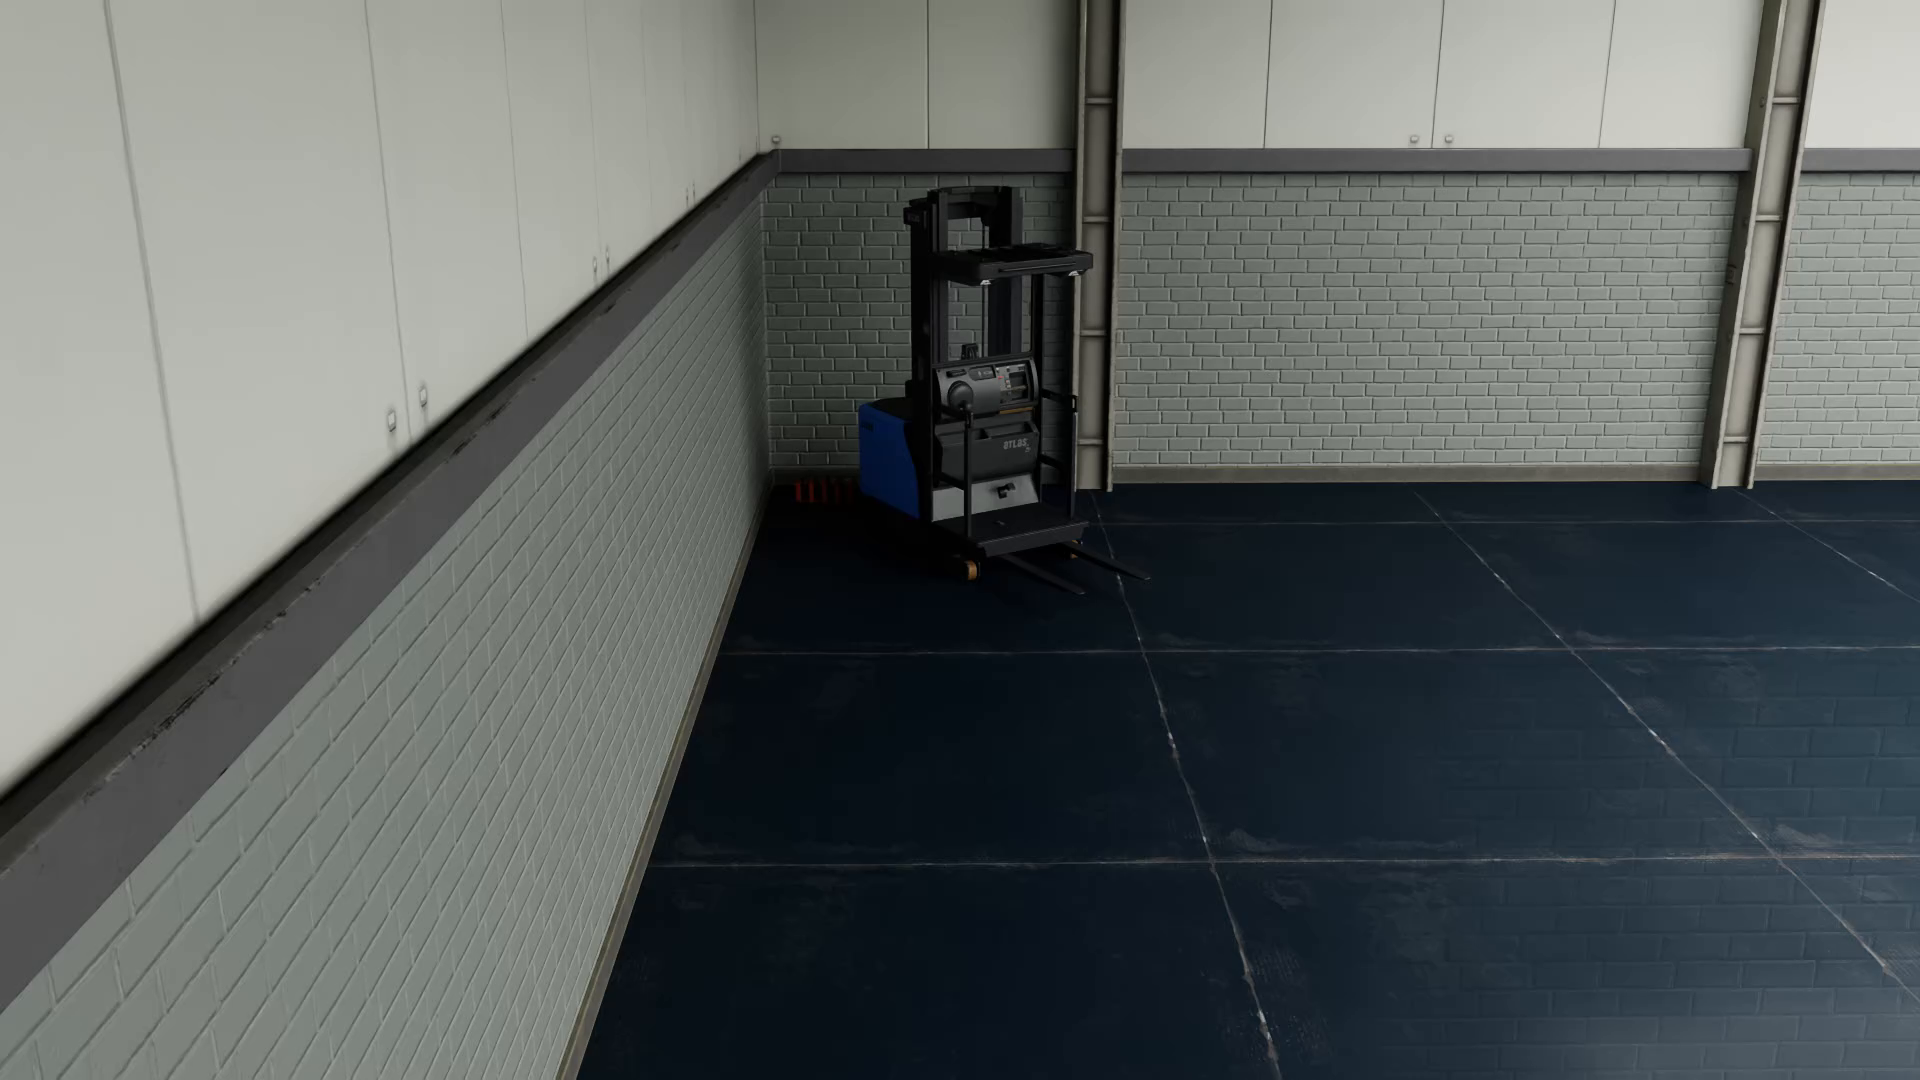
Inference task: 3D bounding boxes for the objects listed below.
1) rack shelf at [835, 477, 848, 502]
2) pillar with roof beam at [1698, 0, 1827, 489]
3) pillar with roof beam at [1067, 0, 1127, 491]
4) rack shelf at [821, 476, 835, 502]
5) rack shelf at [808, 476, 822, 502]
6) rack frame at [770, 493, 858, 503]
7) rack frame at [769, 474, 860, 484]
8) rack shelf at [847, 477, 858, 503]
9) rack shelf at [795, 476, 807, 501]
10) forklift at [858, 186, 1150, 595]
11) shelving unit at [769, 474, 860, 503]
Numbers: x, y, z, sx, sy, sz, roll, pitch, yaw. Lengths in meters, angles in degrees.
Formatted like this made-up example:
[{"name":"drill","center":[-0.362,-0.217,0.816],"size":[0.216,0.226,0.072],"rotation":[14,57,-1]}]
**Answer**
[{"name":"rack shelf","center":[-1.077,-0.466,15.178],"size":[0.103,0.180,0.258],"rotation":[1,18,5]},{"name":"pillar with roof beam","center":[7.283,-3.497,10.217],"size":[0.400,9.000,9.100],"rotation":[0,18,-1]},{"name":"pillar with roof beam","center":[1.283,-3.468,10.127],"size":[0.400,9.000,9.100],"rotation":[0,18,-1]},{"name":"rack shelf","center":[-1.196,-0.469,15.189],"size":[0.103,0.180,0.258],"rotation":[1,18,5]},{"name":"rack shelf","center":[-1.316,-0.472,15.201],"size":[0.103,0.180,0.258],"rotation":[1,18,5]},{"name":"rack frame","center":[-1.120,-0.380,15.210],"size":[1.200,0.006,0.240],"rotation":[1,18,5]},{"name":"rack frame","center":[-1.121,-0.554,15.154],"size":[1.200,0.006,0.240],"rotation":[1,18,5]},{"name":"rack shelf","center":[-0.957,-0.463,15.166],"size":[0.103,0.180,0.258],"rotation":[1,18,5]},{"name":"rack shelf","center":[-1.435,-0.475,15.212],"size":[0.103,0.180,0.258],"rotation":[1,18,5]},{"name":"forklift","center":[0.334,-1.235,13.099],"size":[1.130,2.935,3.031],"rotation":[-11,21,-31]},{"name":"shelving unit","center":[-1.121,-0.467,15.182],"size":[1.200,0.189,0.258],"rotation":[1,18,5]}]
